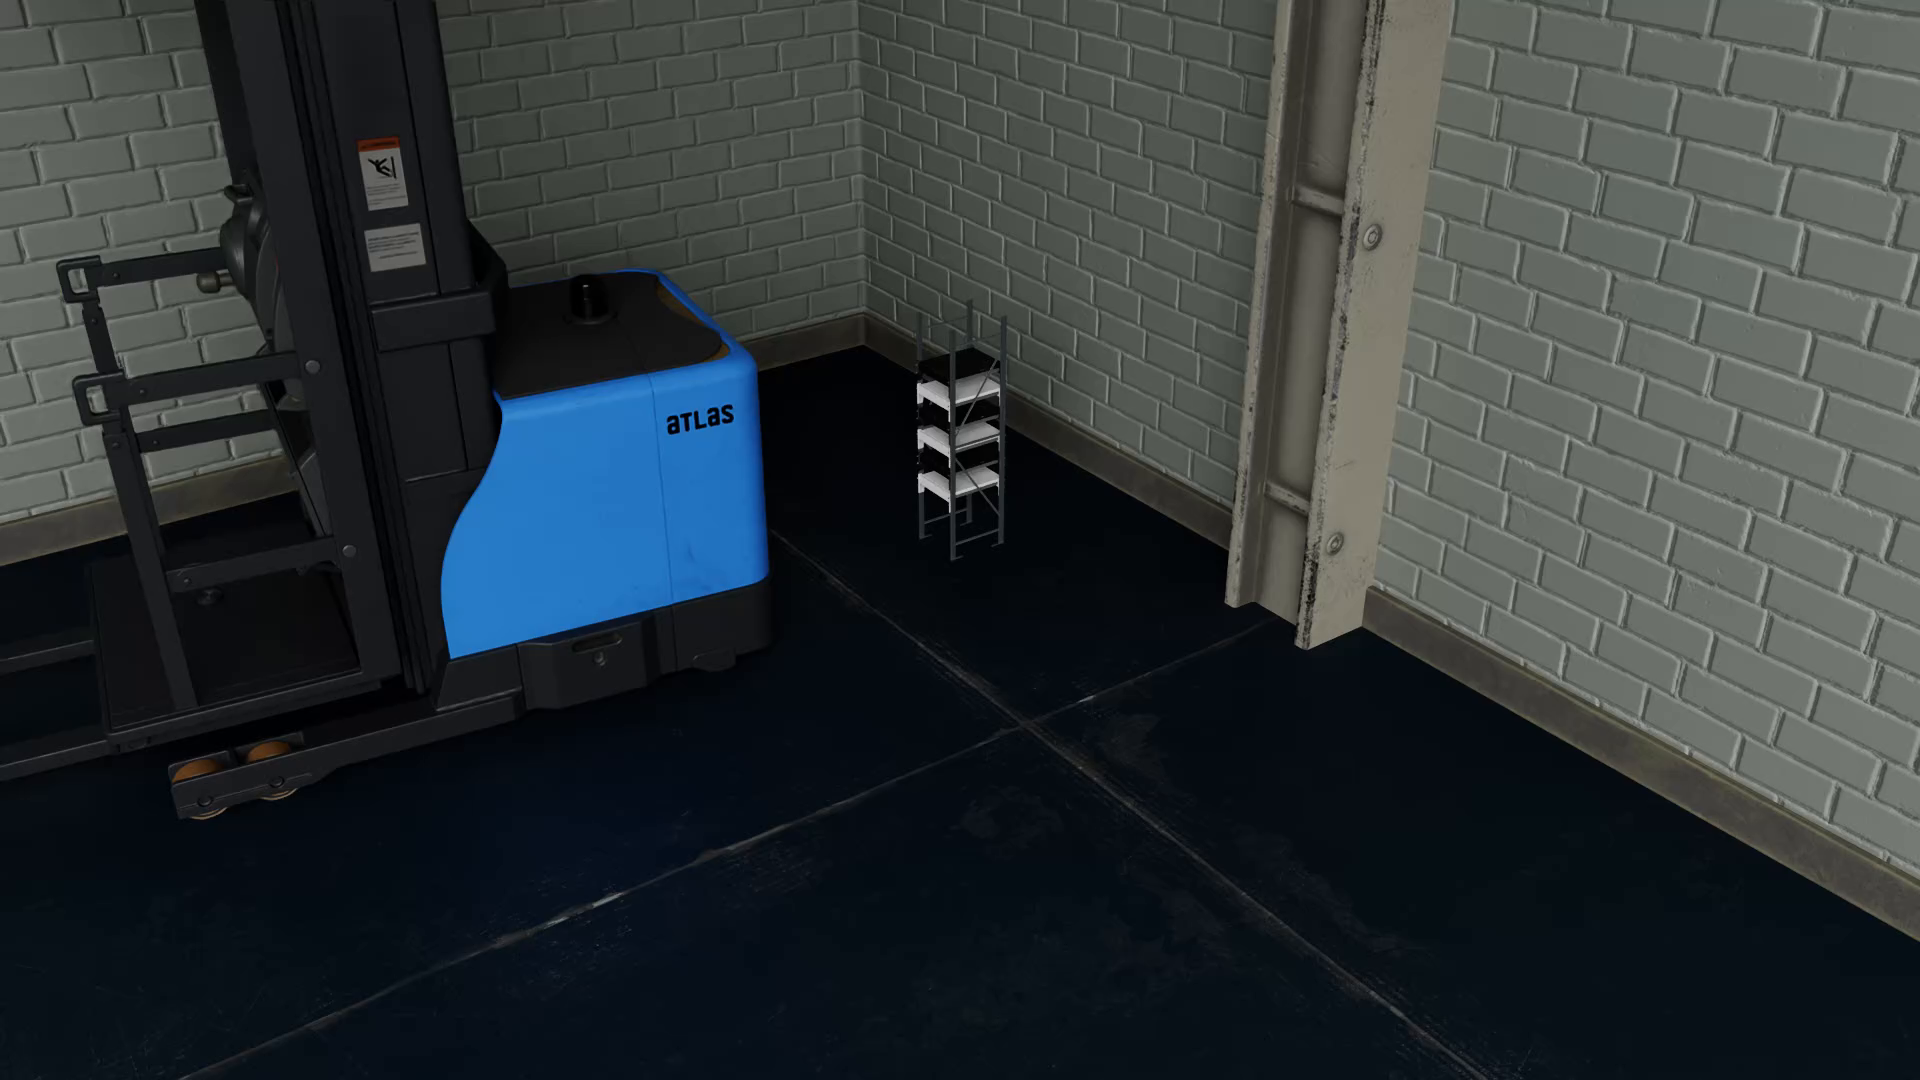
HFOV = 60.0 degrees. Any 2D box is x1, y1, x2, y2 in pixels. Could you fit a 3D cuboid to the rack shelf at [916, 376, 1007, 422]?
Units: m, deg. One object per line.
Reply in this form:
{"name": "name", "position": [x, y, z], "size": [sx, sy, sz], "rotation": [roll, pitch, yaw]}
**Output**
{"name": "rack shelf", "position": [0.005, -0.521, 5.959], "size": [0.258, 0.077, 0.200], "rotation": [-19, 34, -31]}

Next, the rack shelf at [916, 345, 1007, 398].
{"name": "rack shelf", "position": [0.005, -0.600, 5.916], "size": [0.258, 0.077, 0.200], "rotation": [-19, 34, -31]}

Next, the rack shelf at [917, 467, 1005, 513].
{"name": "rack shelf", "position": [0.005, -0.205, 6.131], "size": [0.258, 0.077, 0.200], "rotation": [-19, 34, -31]}

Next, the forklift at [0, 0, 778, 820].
{"name": "forklift", "position": [-2.153, -0.775, 4.607], "size": [3.031, 2.935, 1.130], "rotation": [-14, 31, -24]}

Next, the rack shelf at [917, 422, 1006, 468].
{"name": "rack shelf", "position": [0.005, -0.363, 6.045], "size": [0.258, 0.077, 0.200], "rotation": [-19, 34, -31]}

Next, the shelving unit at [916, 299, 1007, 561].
{"name": "shelving unit", "position": [0.005, -0.392, 6.029], "size": [0.258, 0.900, 0.210], "rotation": [-19, 34, -31]}

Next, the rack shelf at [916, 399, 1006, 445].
{"name": "rack shelf", "position": [0.005, -0.442, 6.002], "size": [0.258, 0.077, 0.200], "rotation": [-19, 34, -31]}

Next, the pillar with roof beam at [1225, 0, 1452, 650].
{"name": "pillar with roof beam", "position": [-2.340, -2.512, 1.447], "size": [9.100, 9.000, 0.400], "rotation": [-19, 34, -31]}

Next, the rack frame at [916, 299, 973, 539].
{"name": "rack frame", "position": [-0.054, -0.432, 6.102], "size": [0.240, 0.900, 0.006], "rotation": [-19, 34, -31]}

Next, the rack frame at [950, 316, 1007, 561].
{"name": "rack frame", "position": [0.064, -0.353, 5.957], "size": [0.240, 0.900, 0.006], "rotation": [-19, 34, -31]}

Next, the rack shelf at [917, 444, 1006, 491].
{"name": "rack shelf", "position": [0.005, -0.284, 6.088], "size": [0.258, 0.077, 0.200], "rotation": [-19, 34, -31]}
